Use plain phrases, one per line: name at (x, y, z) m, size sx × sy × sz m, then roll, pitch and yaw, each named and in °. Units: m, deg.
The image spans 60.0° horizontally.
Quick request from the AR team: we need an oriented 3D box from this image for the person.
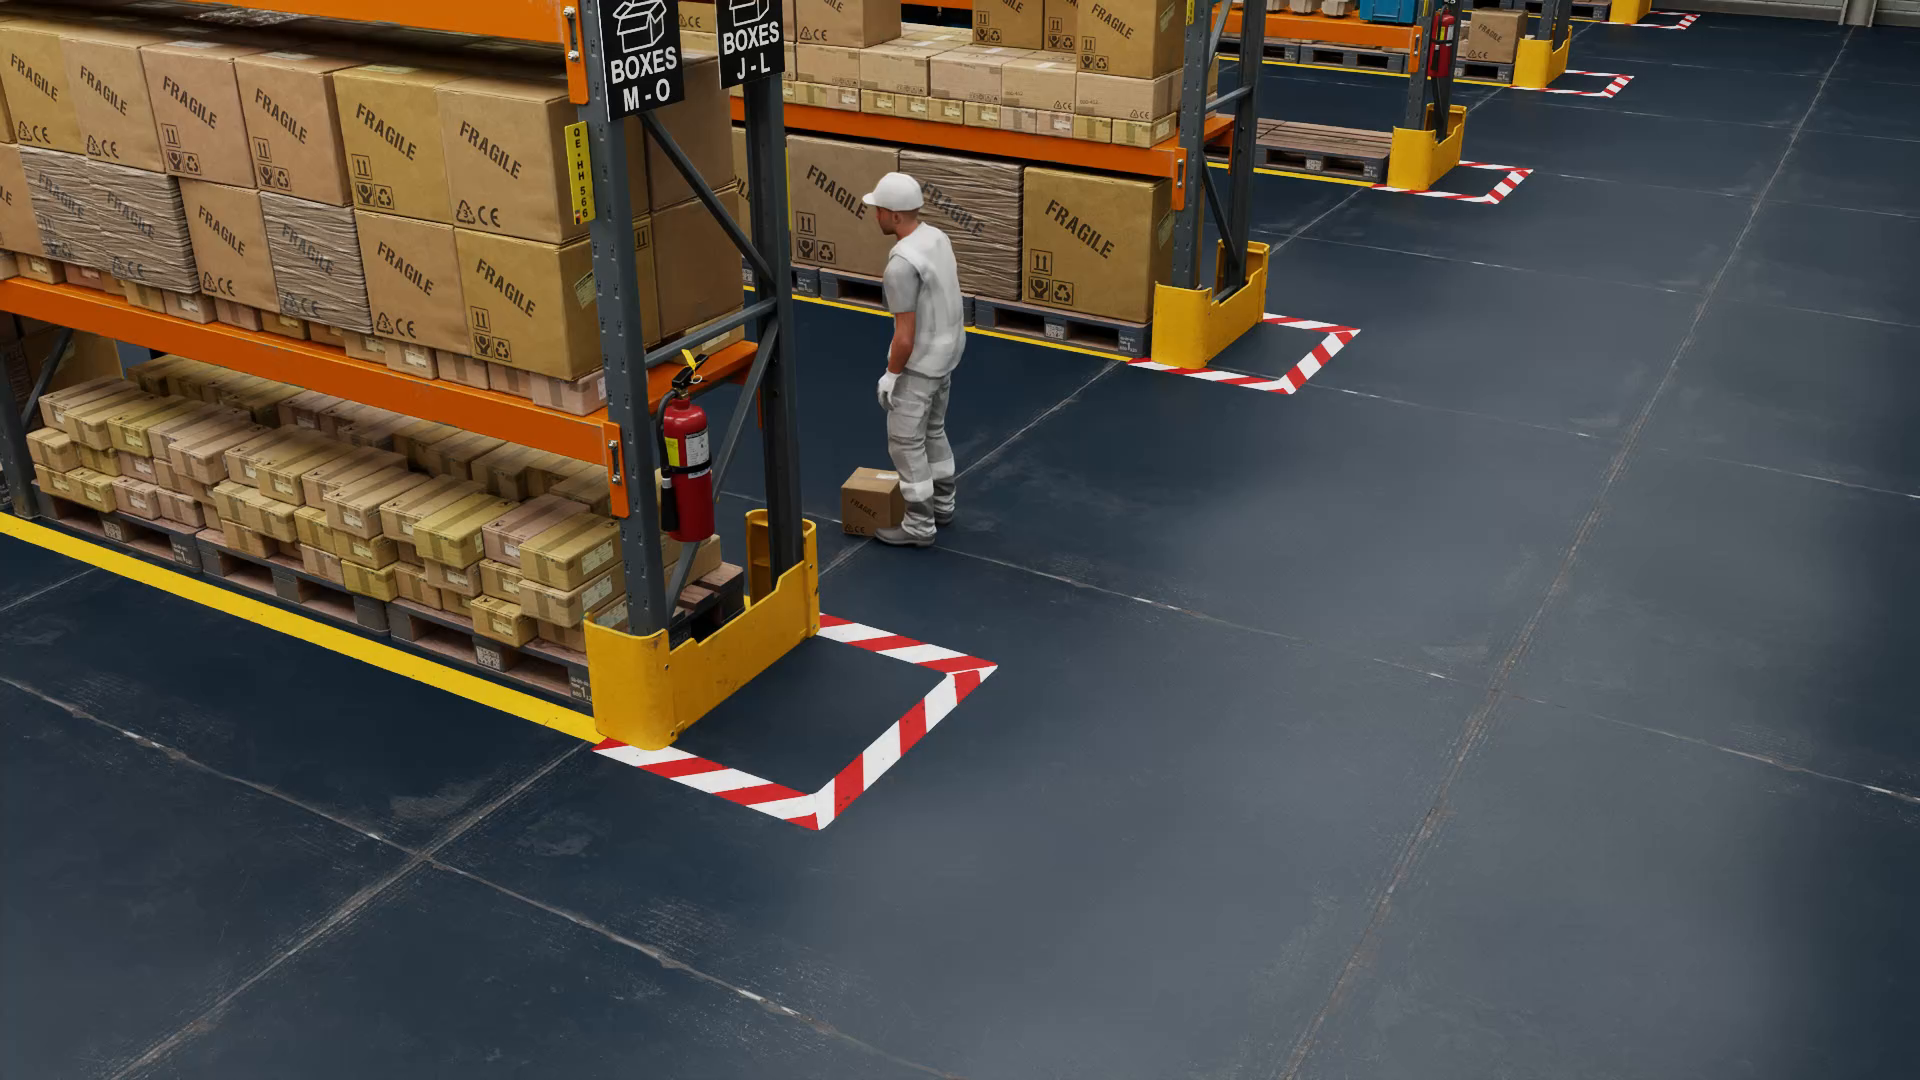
person at (-0.213, -0.832, 7.780) m, size 0.453 × 1.779 × 0.621 m, roll 10°, pitch 28°, yaw 19°
